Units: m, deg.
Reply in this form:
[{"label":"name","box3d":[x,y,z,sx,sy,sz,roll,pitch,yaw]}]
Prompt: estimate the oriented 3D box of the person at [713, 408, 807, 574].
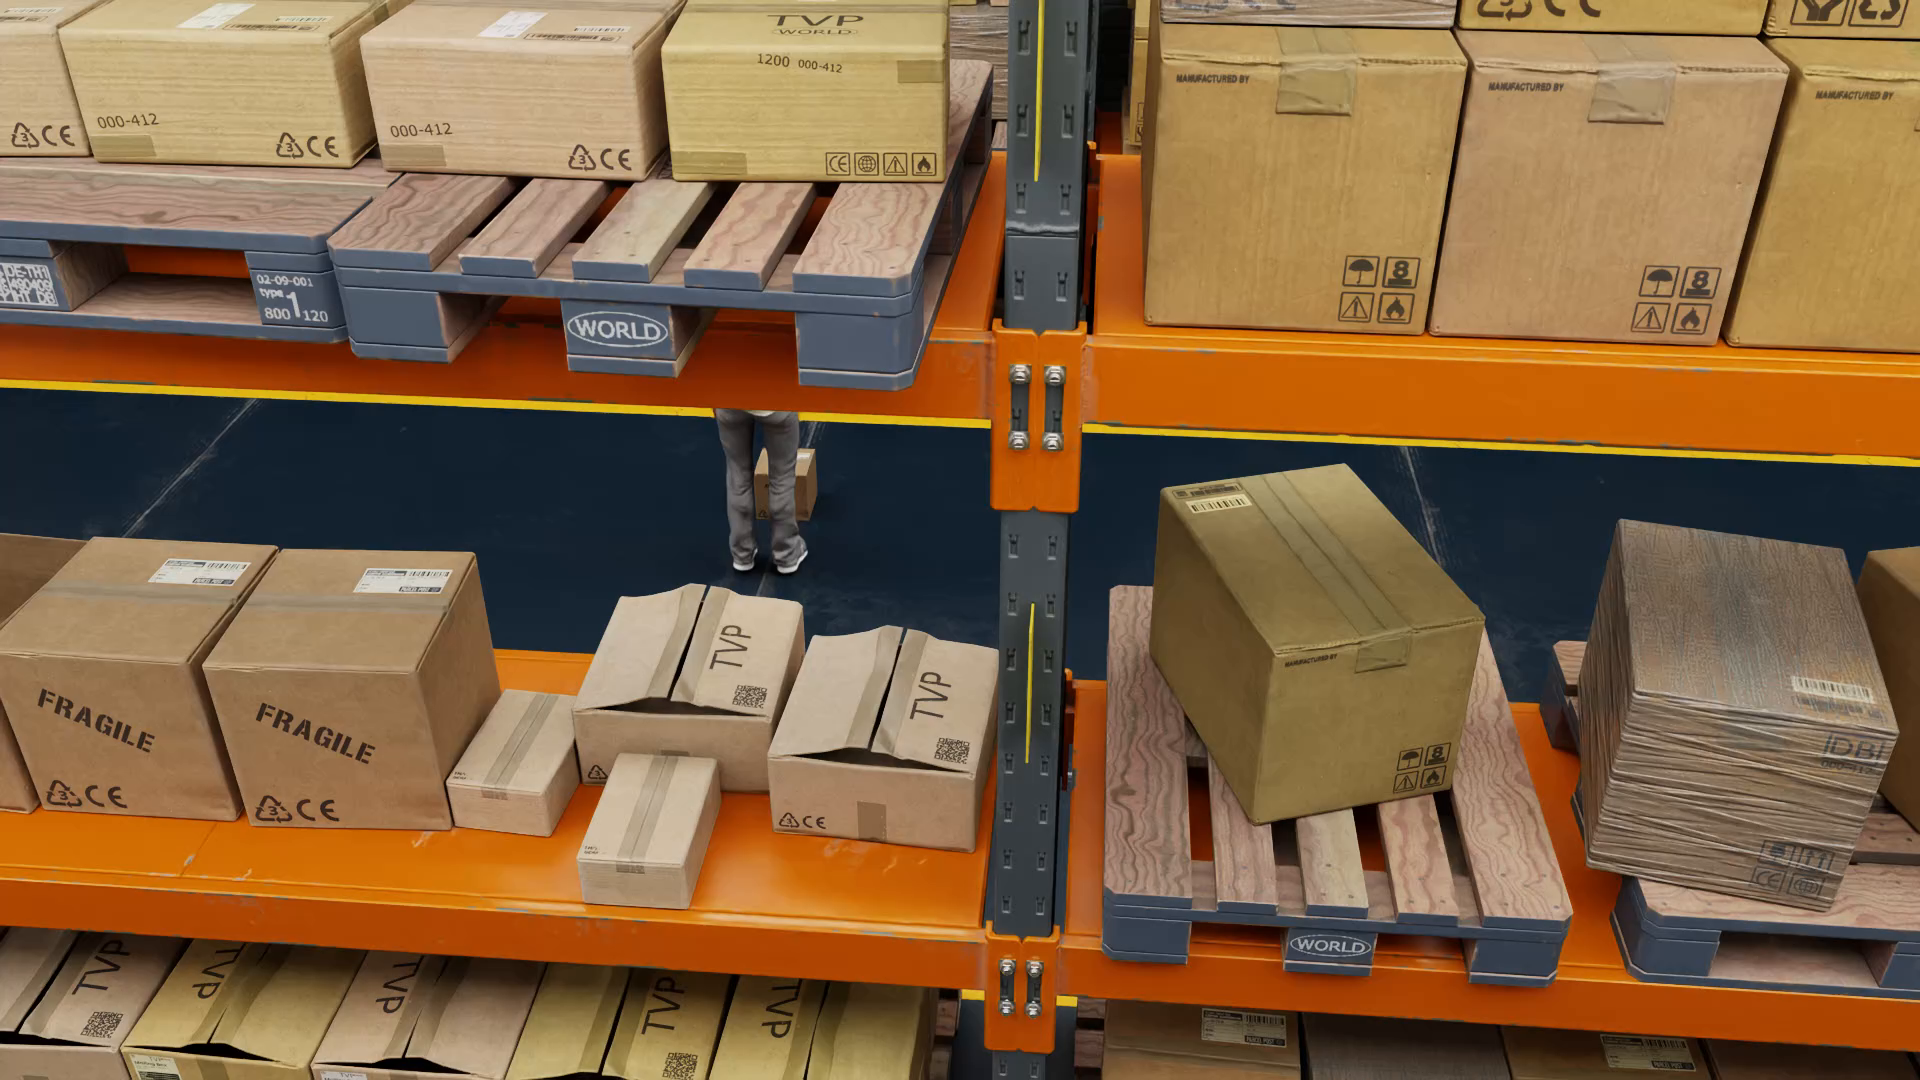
[{"label":"person","box3d":[-0.869,-0.581,7.050,0.406,1.607,0.305,3,33,5]}]
